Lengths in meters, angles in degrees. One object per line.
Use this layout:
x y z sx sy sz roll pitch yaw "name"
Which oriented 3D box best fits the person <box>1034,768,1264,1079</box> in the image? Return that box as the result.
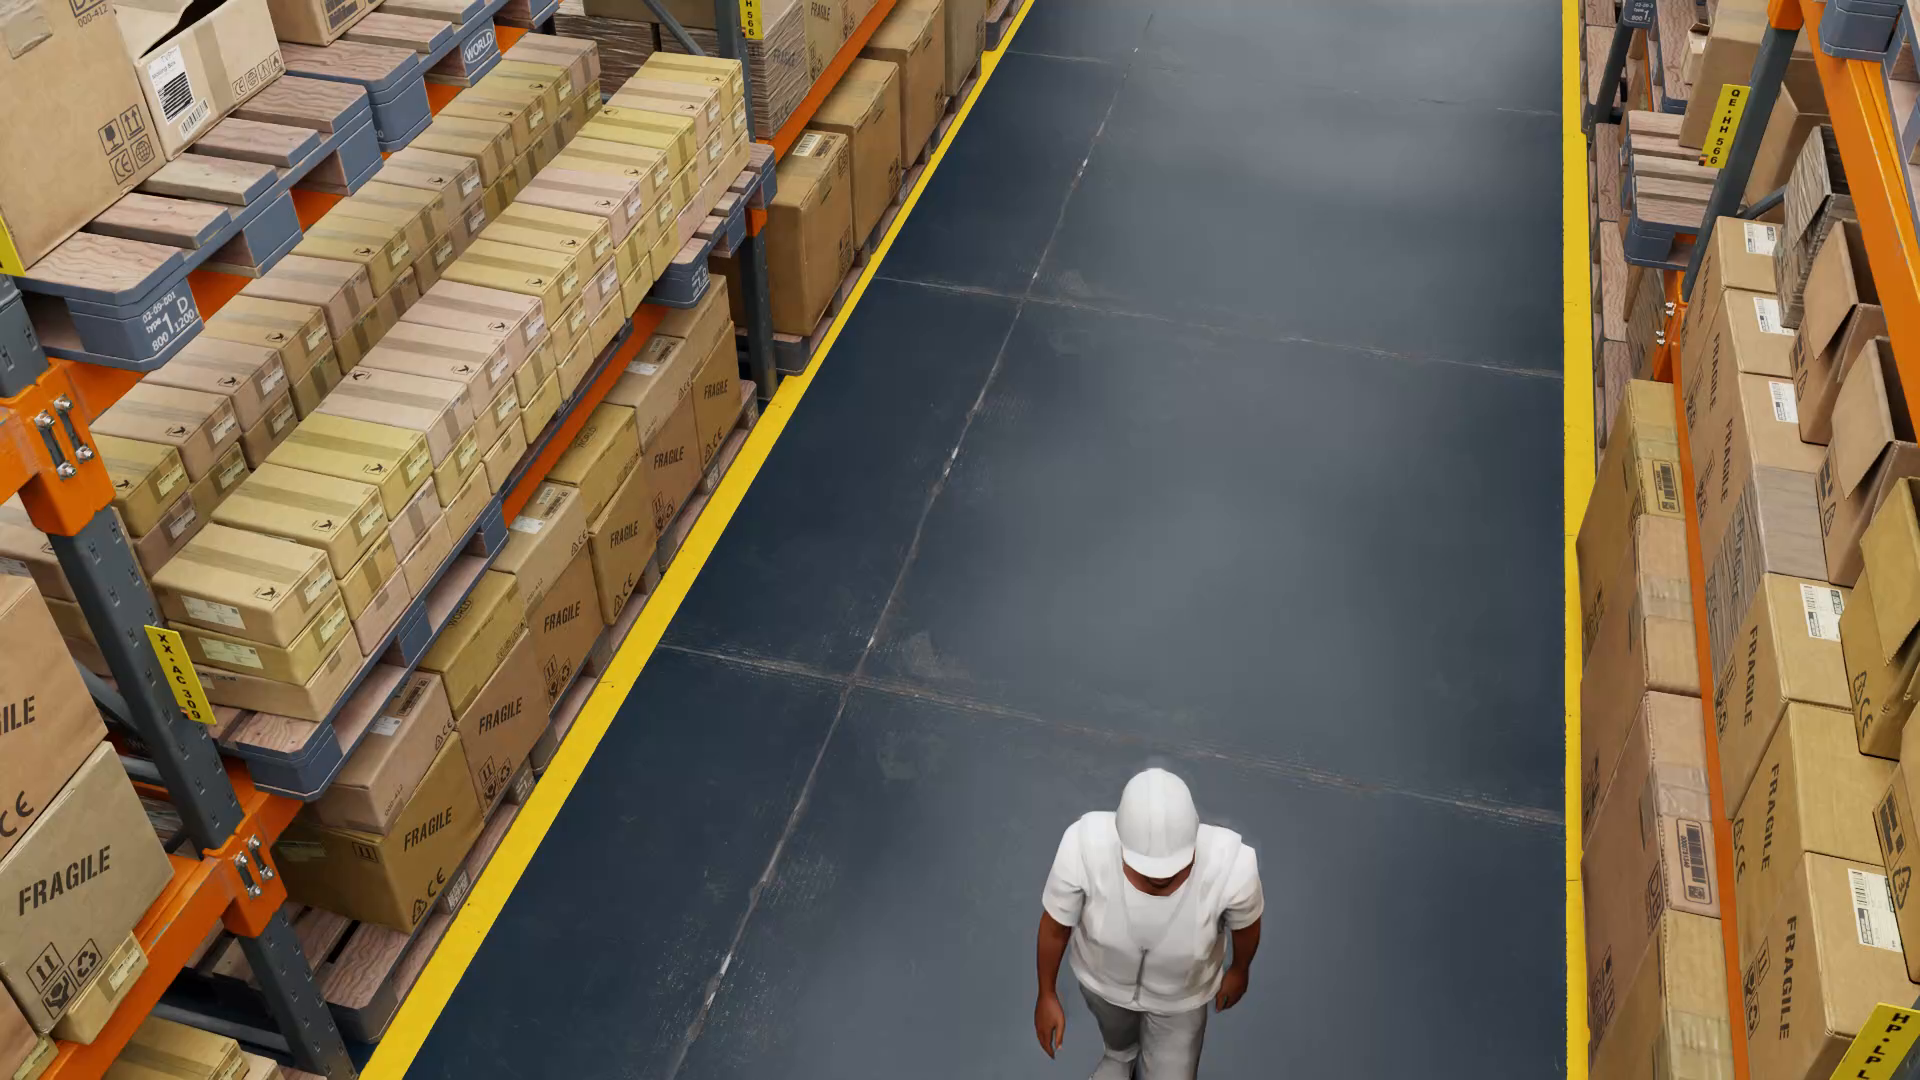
0.518 1.258 4.719 0.593 1.818 0.732 11 42 12 "person"
